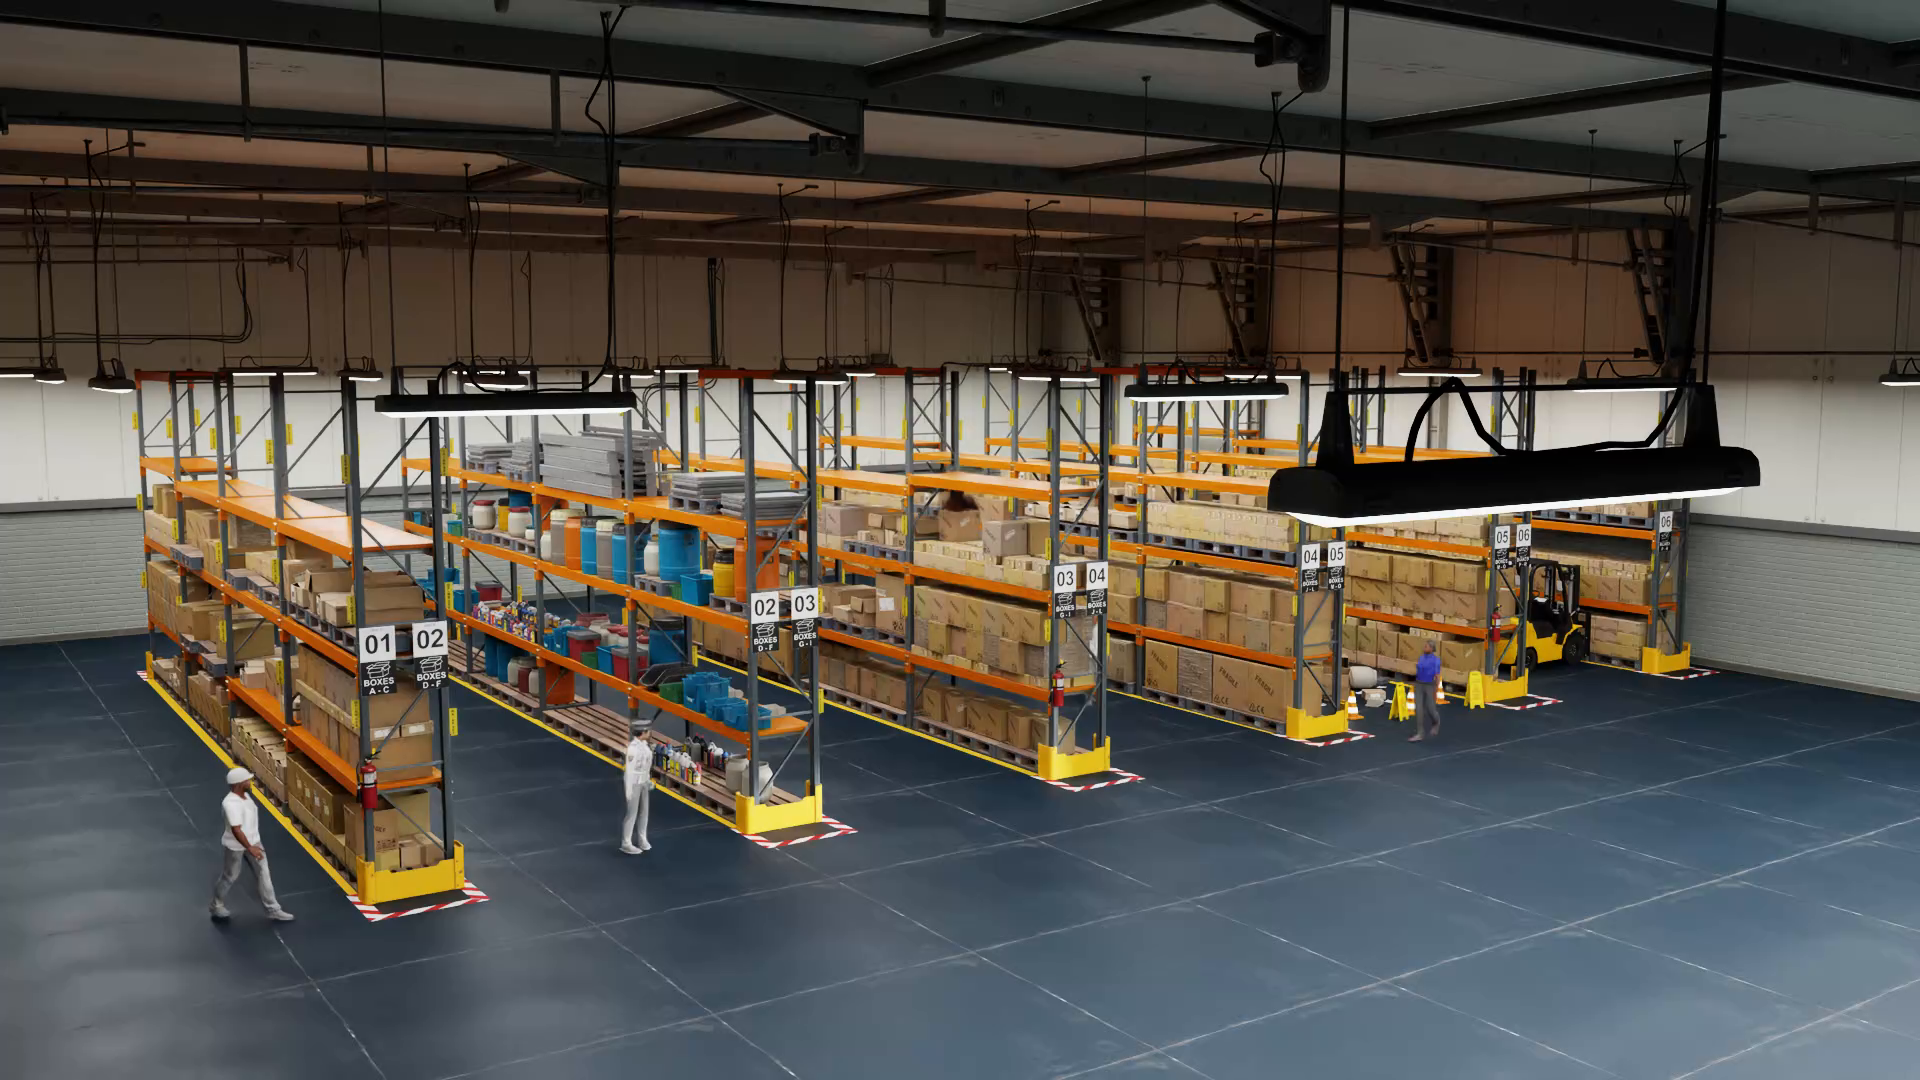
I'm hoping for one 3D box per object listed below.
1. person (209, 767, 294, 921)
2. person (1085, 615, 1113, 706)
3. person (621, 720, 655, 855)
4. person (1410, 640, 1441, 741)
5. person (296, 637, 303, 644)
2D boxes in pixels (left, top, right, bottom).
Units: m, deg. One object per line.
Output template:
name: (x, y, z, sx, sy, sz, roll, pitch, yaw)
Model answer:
person: (-7.942, 3.376, 18.468, 1.022, 1.713, 0.521, 3, 7, 22)
person: (2.431, 2.126, 29.909, 0.616, 1.809, 0.633, -3, 7, -24)
person: (-4.095, 3.123, 21.176, 0.377, 1.674, 0.553, 2, 7, 15)
person: (7.630, 2.448, 27.159, 0.446, 1.631, 0.590, 4, 8, 32)
person: (-12.232, 1.985, 31.190, 0.467, 1.645, 0.708, -5, 8, -36)
